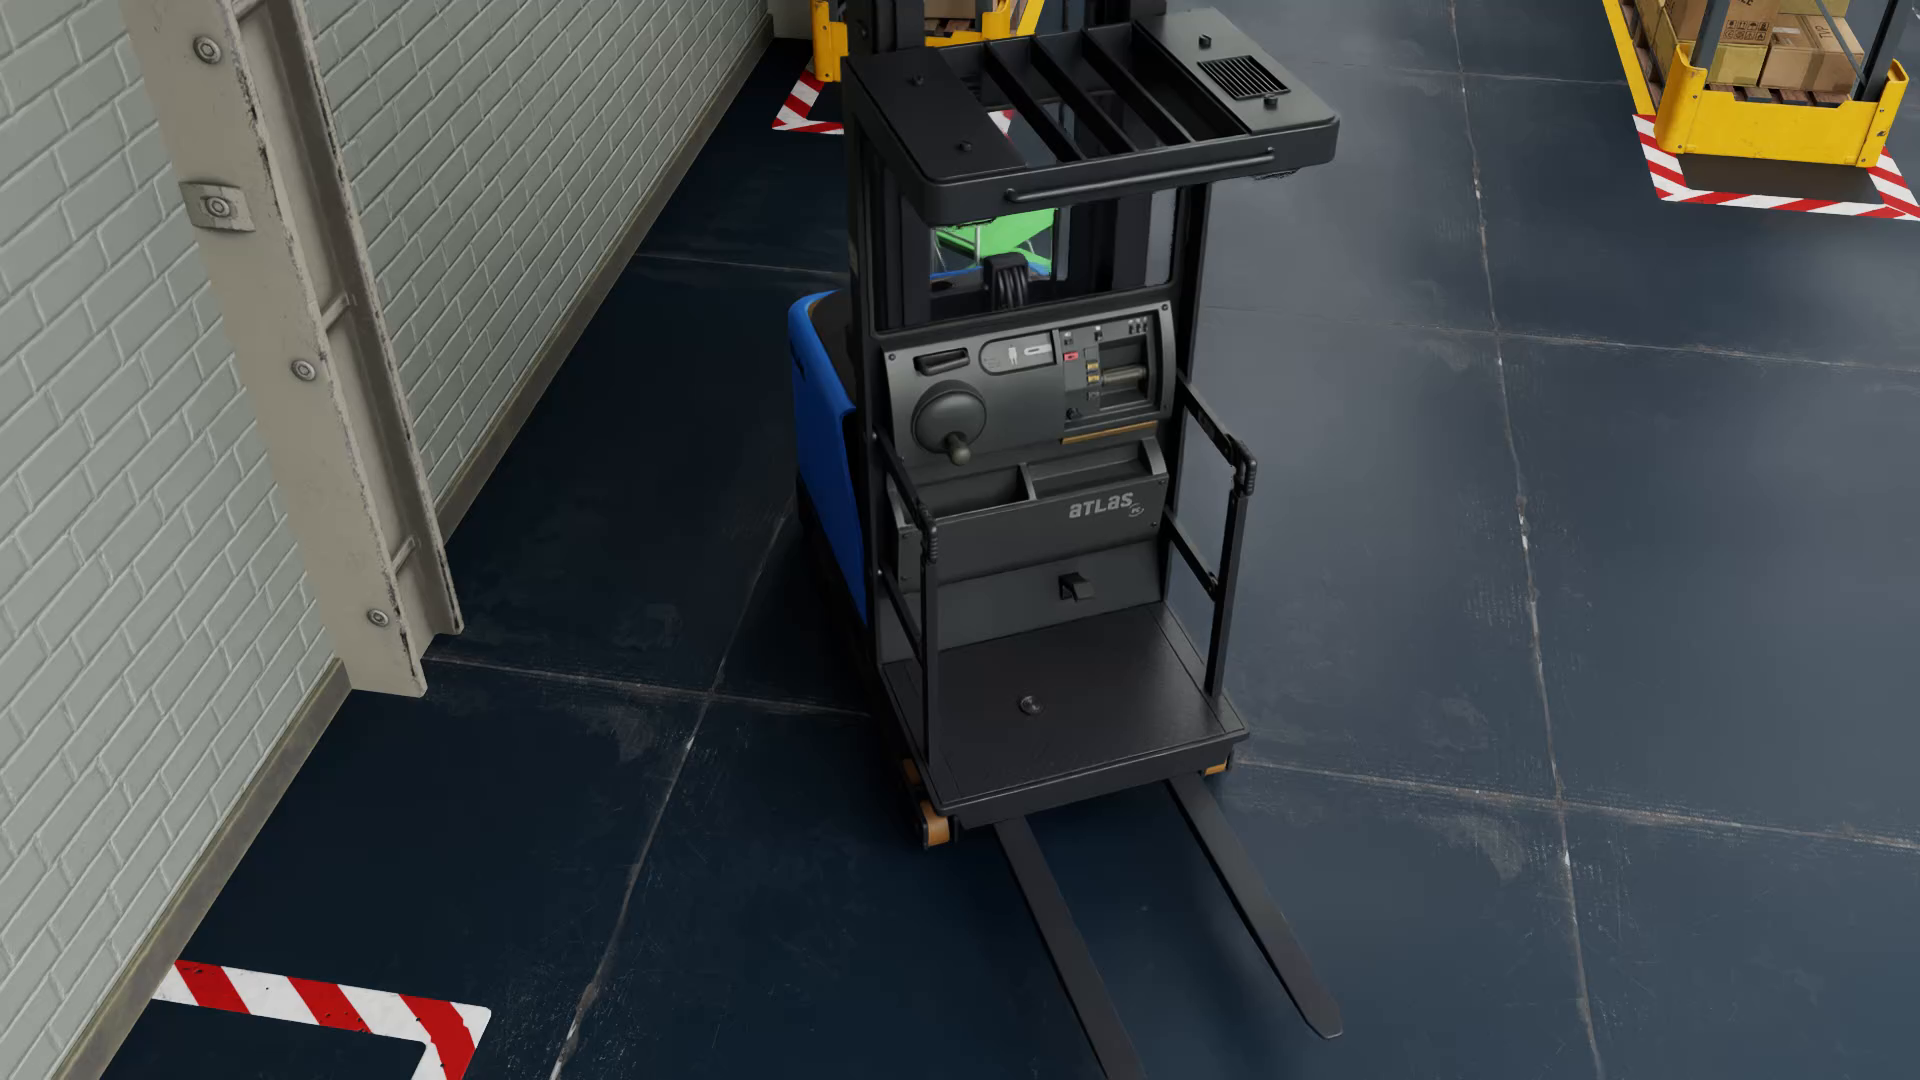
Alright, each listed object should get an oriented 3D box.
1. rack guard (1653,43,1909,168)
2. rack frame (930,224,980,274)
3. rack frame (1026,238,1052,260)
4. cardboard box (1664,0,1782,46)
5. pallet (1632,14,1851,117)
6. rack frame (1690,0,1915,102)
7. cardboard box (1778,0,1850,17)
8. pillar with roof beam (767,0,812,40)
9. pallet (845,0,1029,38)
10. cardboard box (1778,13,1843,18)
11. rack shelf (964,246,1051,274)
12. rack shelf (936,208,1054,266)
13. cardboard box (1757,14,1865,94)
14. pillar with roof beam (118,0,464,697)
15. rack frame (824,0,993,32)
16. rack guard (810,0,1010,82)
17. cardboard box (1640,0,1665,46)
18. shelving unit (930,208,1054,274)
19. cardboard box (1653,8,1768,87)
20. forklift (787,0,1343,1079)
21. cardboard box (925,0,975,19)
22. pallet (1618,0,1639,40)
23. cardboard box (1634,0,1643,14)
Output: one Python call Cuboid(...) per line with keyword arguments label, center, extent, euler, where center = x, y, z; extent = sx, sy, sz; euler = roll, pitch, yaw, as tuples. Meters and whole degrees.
Cuboid(label="rack guard", center=(4.567, -2.432, 9.300), extent=(1.175, 0.500, 0.348), euler=(6, 40, 8))
Cuboid(label="rack frame", center=(-0.021, -0.778, 6.749), extent=(0.240, 1.200, 0.015), euler=(28, 47, 30))
Cuboid(label="rack frame", center=(0.294, -1.015, 7.036), extent=(0.240, 1.200, 0.015), euler=(28, 47, 30))
Cuboid(label="cardboard box", center=(4.371, -3.171, 9.472), extent=(0.500, 0.500, 0.500), euler=(6, 40, 8))
Cuboid(label="pallet", center=(4.662, -2.821, 9.996), extent=(1.003, 0.211, 1.213), euler=(6, 40, 8))
Cuboid(label="rack frame", center=(4.571, -3.411, 8.521), extent=(1.000, 3.000, 0.127), euler=(6, 40, 8))
Cuboid(label="cardboard box", center=(4.967, -3.428, 9.782), extent=(0.500, 0.500, 0.500), euler=(6, 40, 8))
Cuboid(label="pillar with roof beam", center=(3.200, -6.327, 7.340), extent=(9.100, 9.000, 0.400), euler=(6, 40, 8))
Cuboid(label="pallet", center=(-0.120, -3.434, 10.737), extent=(1.003, 0.211, 1.213), euler=(6, 40, 8))
Cuboid(label="cardboard box", center=(4.966, -3.139, 10.021), extent=(0.500, 0.250, 0.500), euler=(6, 40, 8))
Cuboid(label="rack shelf", center=(0.136, -1.032, 6.780), extent=(0.258, 0.148, 0.480), euler=(28, 47, 30))
Cuboid(label="rack shelf", center=(0.136, -1.217, 6.627), extent=(0.258, 0.148, 0.480), euler=(28, 47, 30))
Cuboid(label="cardboard box", center=(4.883, -2.825, 9.641), extent=(0.500, 0.250, 0.500), euler=(6, 40, 8))
Cuboid(label="pillar with roof beam", center=(2.162, -2.561, 2.786), extent=(9.100, 9.000, 0.400), euler=(6, 40, 8))
Cuboid(label="rack frame", center=(-0.309, -3.955, 9.179), extent=(1.000, 3.000, 0.127), euler=(6, 40, 8))
Cuboid(label="rack guard", center=(-0.296, -3.039, 10.033), extent=(1.175, 0.500, 0.348), euler=(6, 40, 8))
Cuboid(label="cardboard box", center=(4.447, -3.197, 10.091), extent=(0.500, 0.250, 0.500), euler=(6, 40, 8))
Cuboid(label="shelving unit", center=(0.136, -0.896, 6.892), extent=(0.258, 1.200, 0.503), euler=(28, 47, 30))
Cuboid(label="cardboard box", center=(4.373, -2.882, 9.710), extent=(0.500, 0.250, 0.500), euler=(6, 40, 8))
Cuboid(label="forklift", center=(0.293, -0.408, 4.943), extent=(1.130, 2.935, 3.031), euler=(-12, 41, -14))
Cuboid(label="cardboard box", center=(-0.100, -3.512, 10.409), extent=(0.500, 0.311, 0.500), euler=(2, 40, 3))
Cuboid(label="pallet", center=(4.875, -3.584, 10.919), extent=(1.003, 0.211, 1.213), euler=(6, 40, 8))
Cuboid(label="cardboard box", center=(4.532, -3.511, 10.471), extent=(0.500, 0.250, 0.500), euler=(6, 40, 8))
